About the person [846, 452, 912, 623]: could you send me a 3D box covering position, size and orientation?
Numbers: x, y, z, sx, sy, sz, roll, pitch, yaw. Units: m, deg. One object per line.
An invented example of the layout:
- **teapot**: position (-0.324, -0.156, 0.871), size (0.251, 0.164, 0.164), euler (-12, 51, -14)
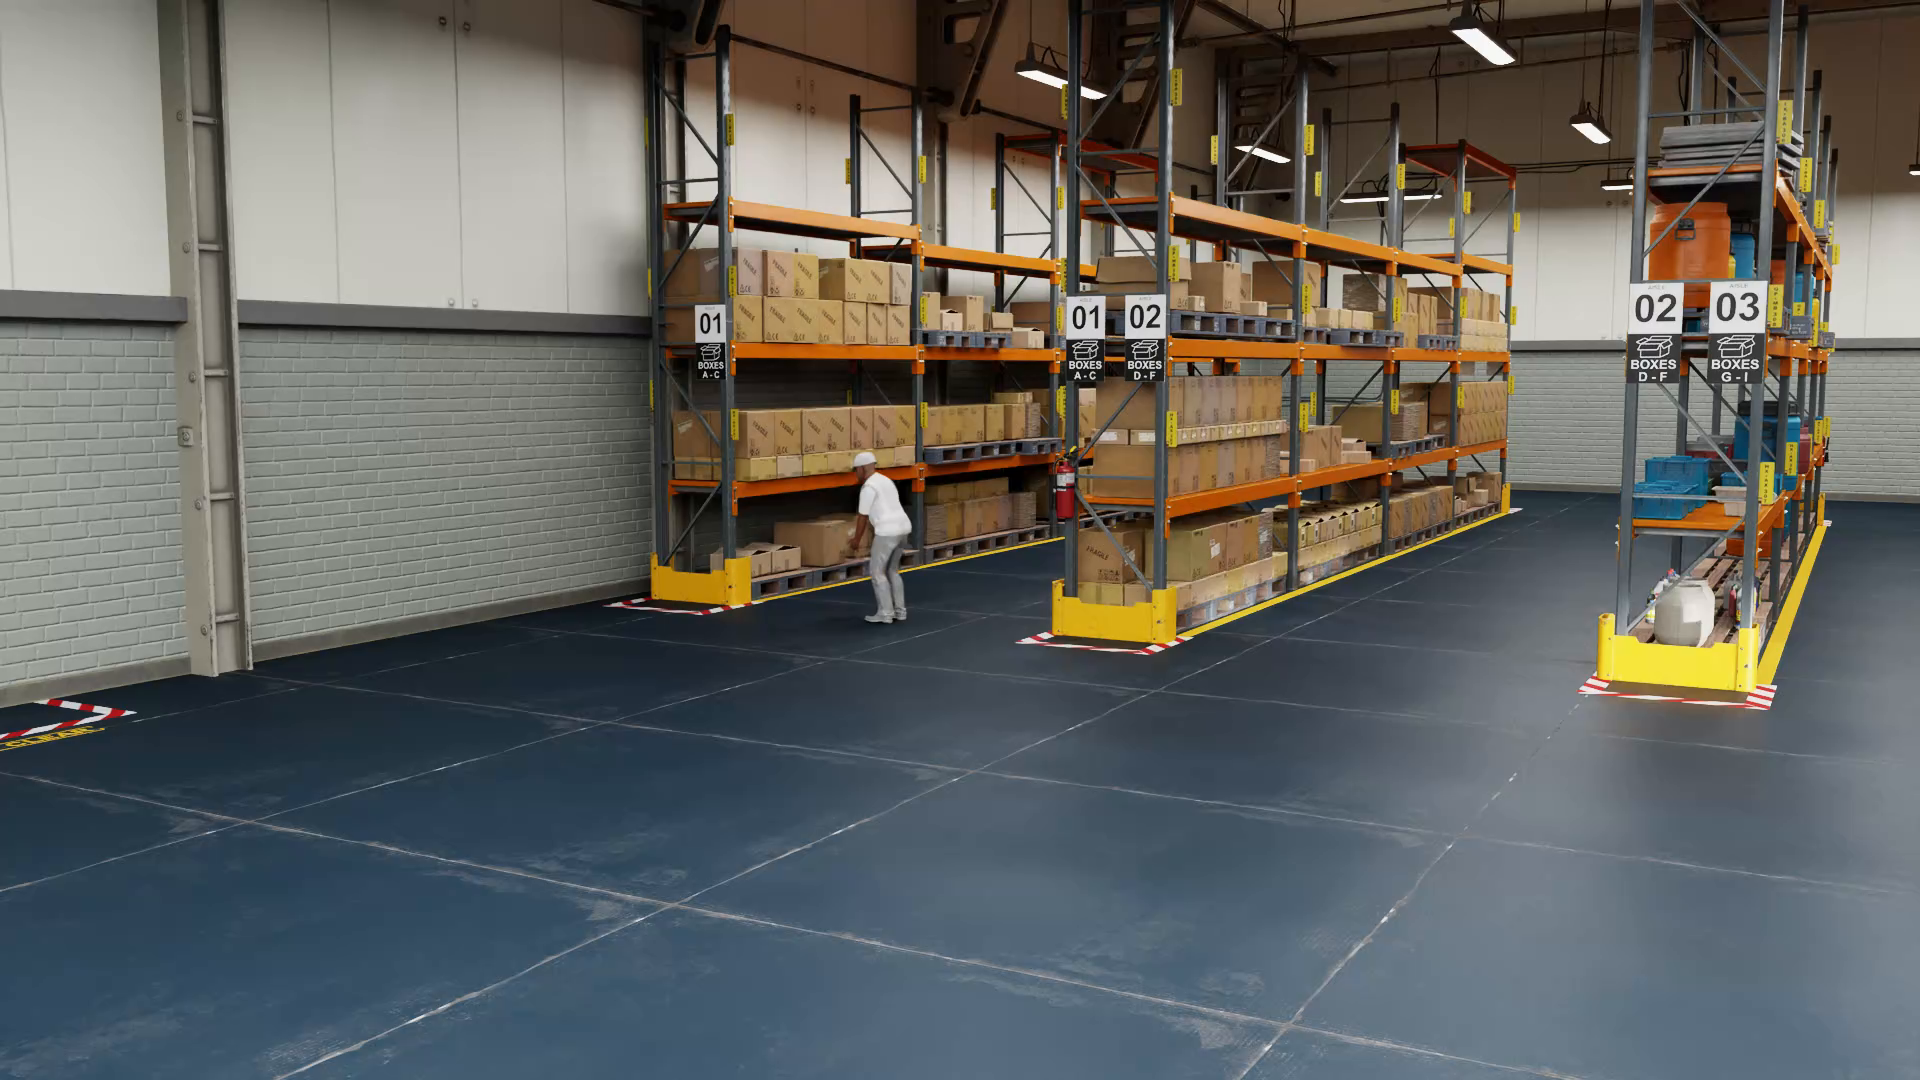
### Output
- **person**: position (-0.817, -0.034, 16.681), size (0.622, 1.697, 0.495), euler (3, 7, 27)
